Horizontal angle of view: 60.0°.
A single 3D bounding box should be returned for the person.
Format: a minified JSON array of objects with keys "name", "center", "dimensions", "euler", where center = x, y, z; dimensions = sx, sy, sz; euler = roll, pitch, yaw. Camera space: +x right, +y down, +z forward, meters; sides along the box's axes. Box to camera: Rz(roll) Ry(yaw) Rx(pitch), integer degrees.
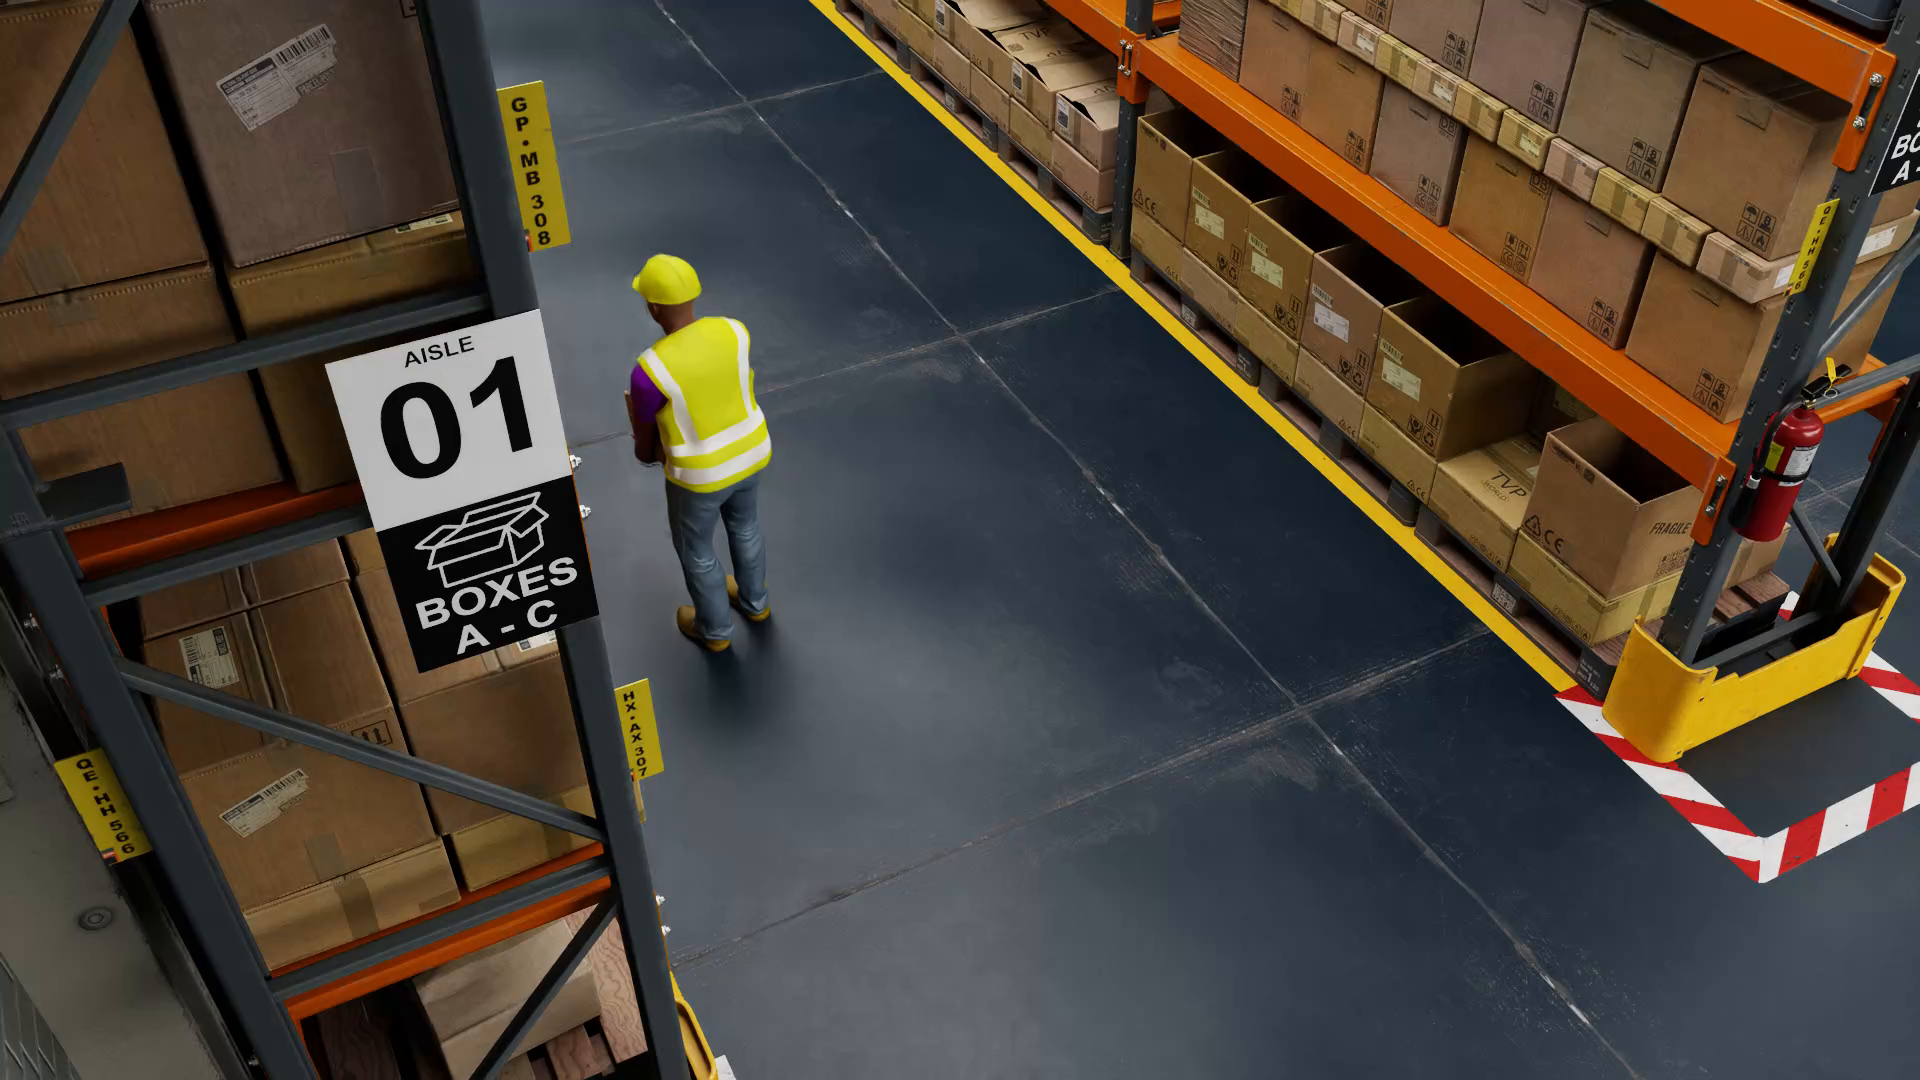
[{"name":"person","center":[-1.042,-0.349,6.556],"dimensions":[0.501,1.746,0.597],"euler":[-30,49,-30]}]
